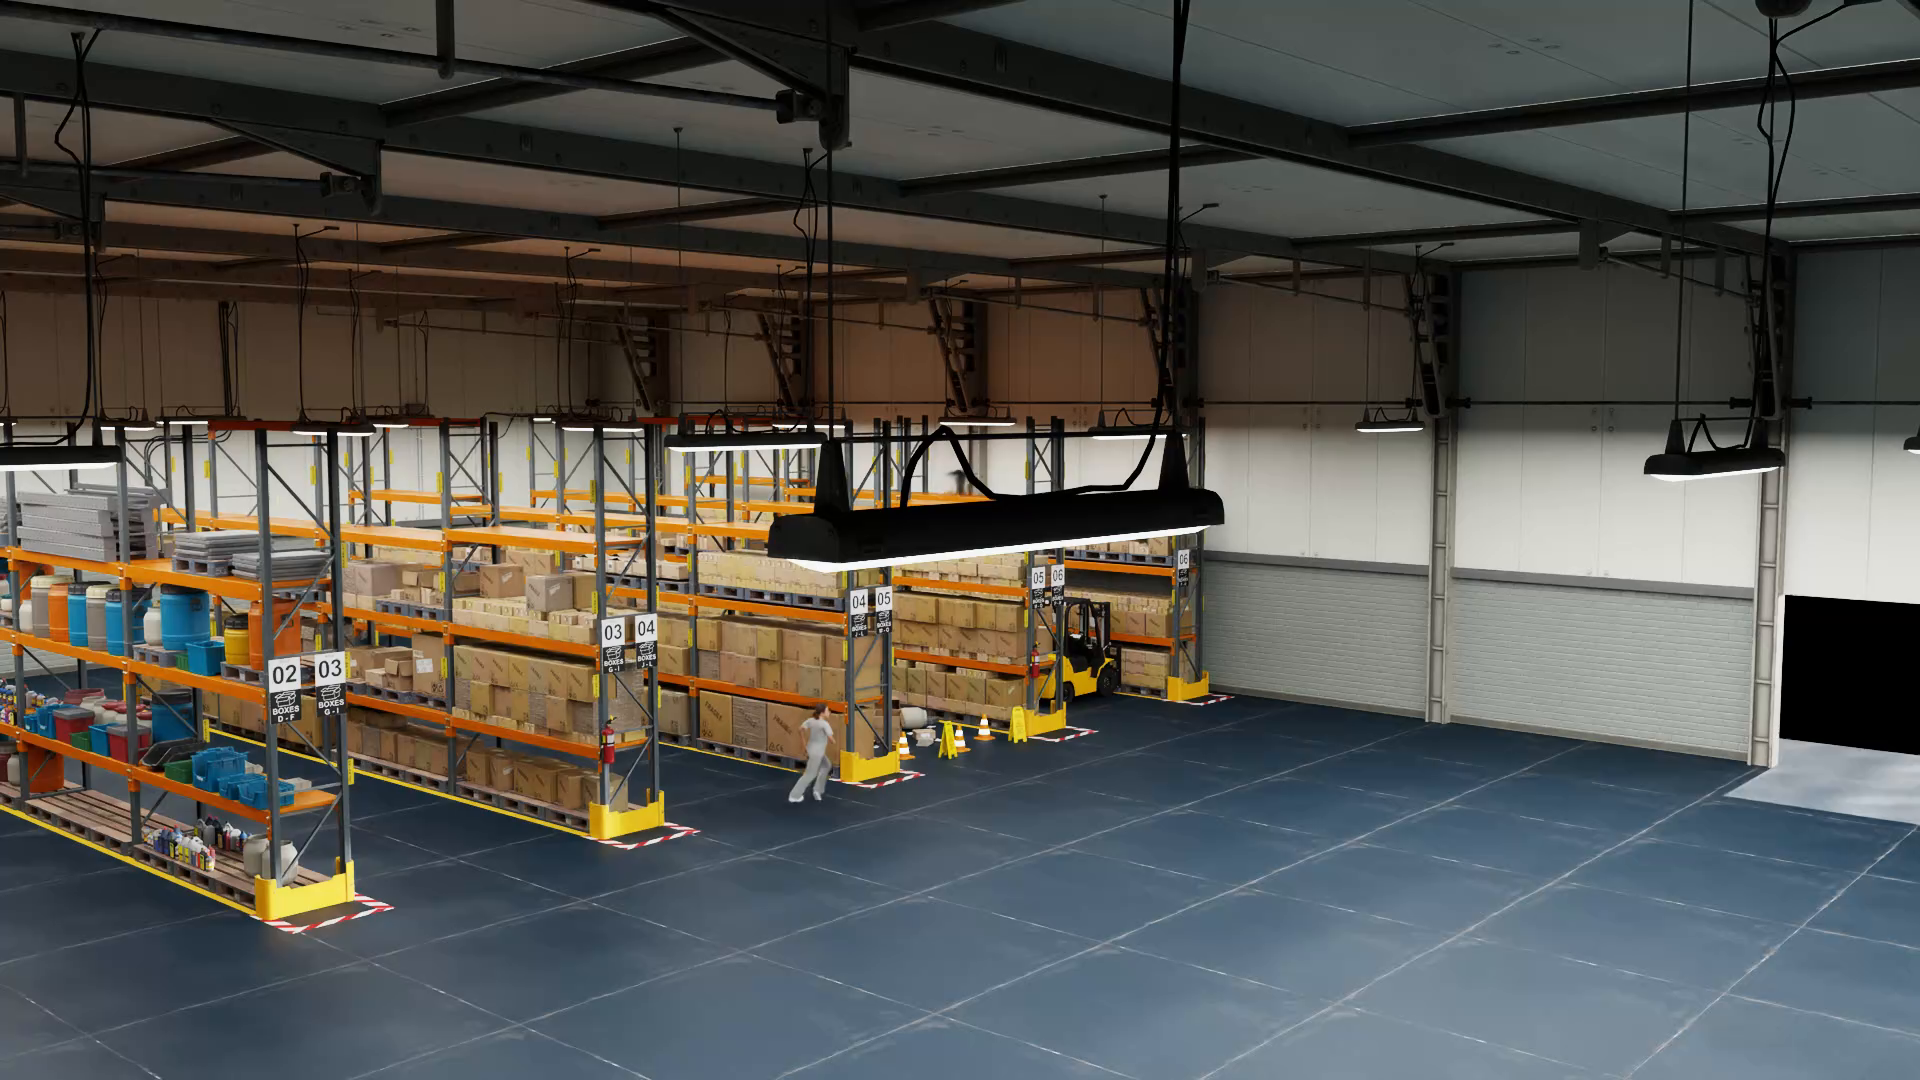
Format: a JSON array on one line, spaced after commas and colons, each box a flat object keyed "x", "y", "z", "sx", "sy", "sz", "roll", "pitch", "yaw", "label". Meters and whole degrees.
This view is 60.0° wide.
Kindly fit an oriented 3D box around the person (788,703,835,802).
[{"x": -2.291, "y": 3.370, "z": 26.013, "sx": 0.737, "sy": 1.663, "sz": 0.627, "roll": -3, "pitch": 5, "yaw": -30, "label": "person"}]

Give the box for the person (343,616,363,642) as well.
[{"x": -14.584, "y": 2.162, "z": 40.007, "sx": 0.657, "sy": 1.610, "sz": 0.680, "roll": 0, "pitch": 5, "yaw": 0, "label": "person"}]
